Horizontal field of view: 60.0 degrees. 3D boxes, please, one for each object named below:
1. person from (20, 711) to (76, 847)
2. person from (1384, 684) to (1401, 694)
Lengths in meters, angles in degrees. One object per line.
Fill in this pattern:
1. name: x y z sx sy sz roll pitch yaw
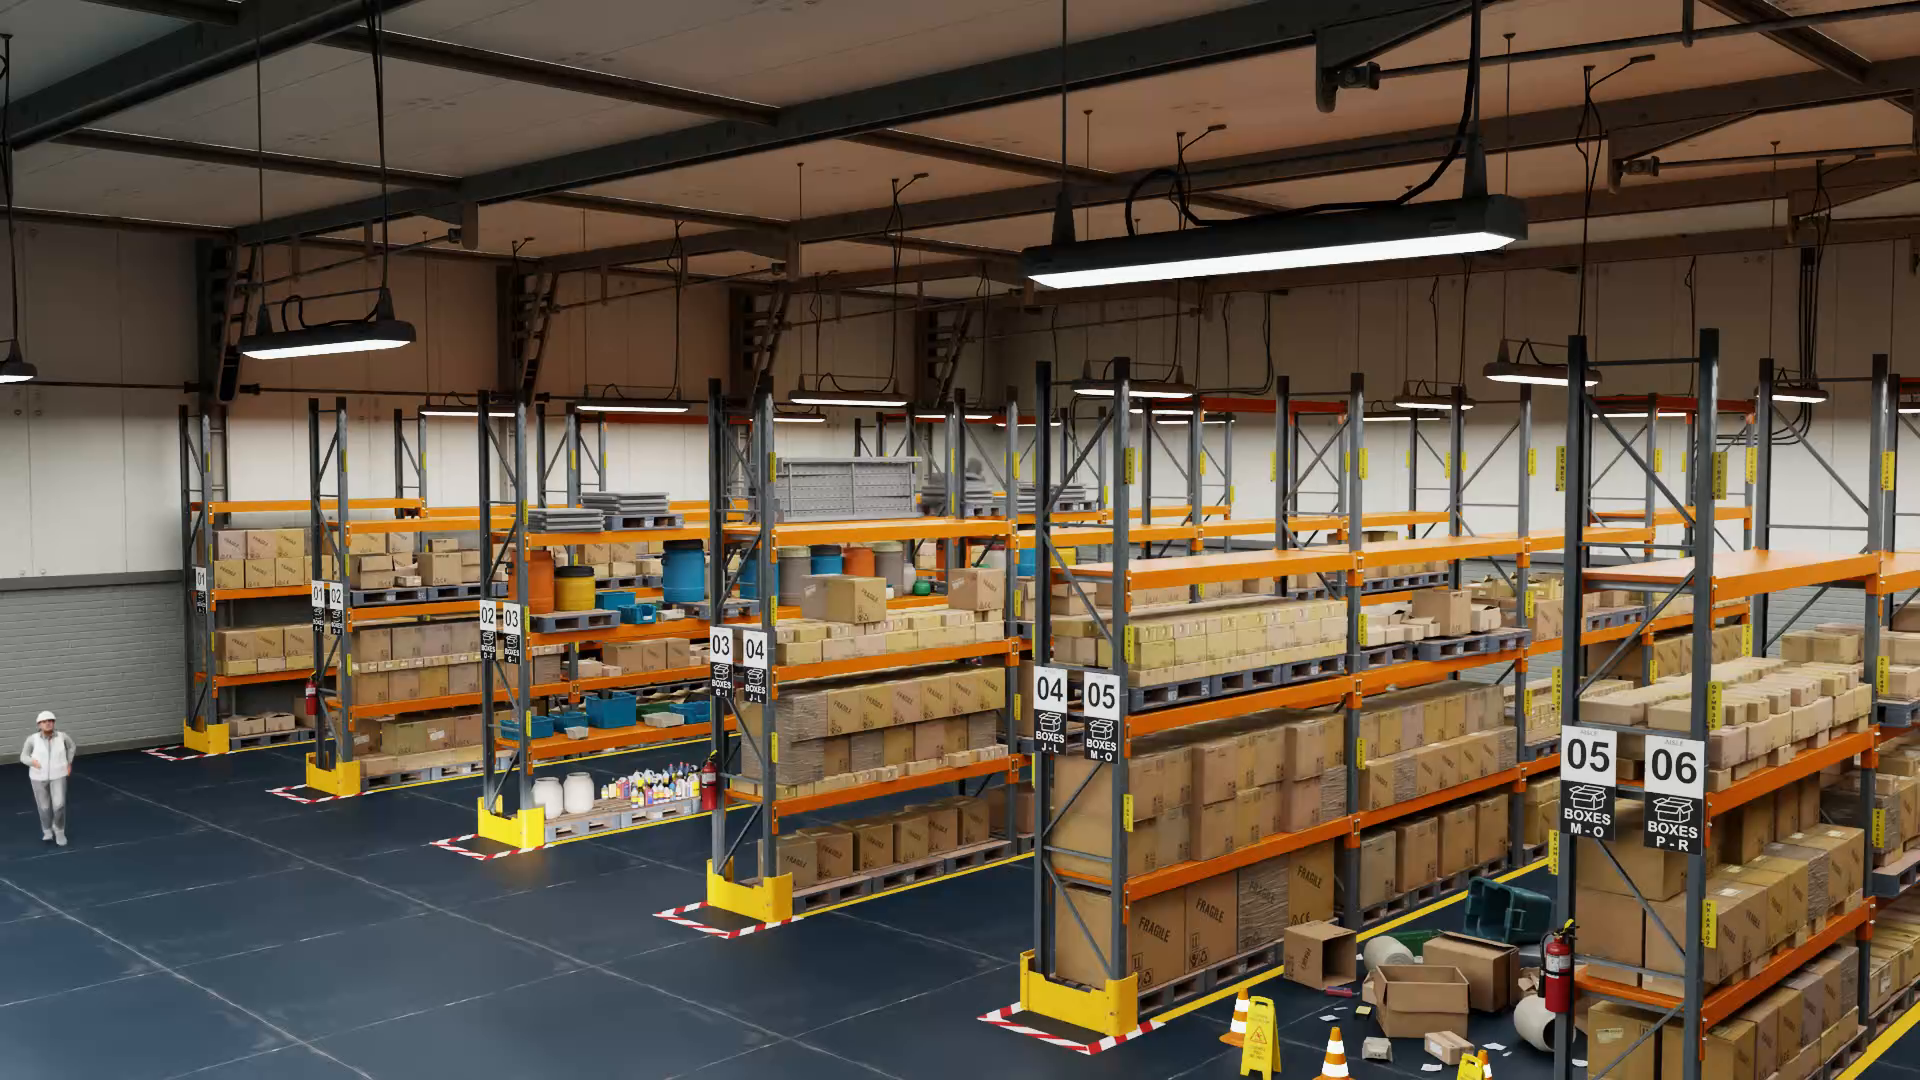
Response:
1. person: -11.968 3.138 21.836 0.644 1.794 0.737 -2 3 -27
2. person: 6.387 3.004 24.458 0.625 1.829 1.058 2 4 35
